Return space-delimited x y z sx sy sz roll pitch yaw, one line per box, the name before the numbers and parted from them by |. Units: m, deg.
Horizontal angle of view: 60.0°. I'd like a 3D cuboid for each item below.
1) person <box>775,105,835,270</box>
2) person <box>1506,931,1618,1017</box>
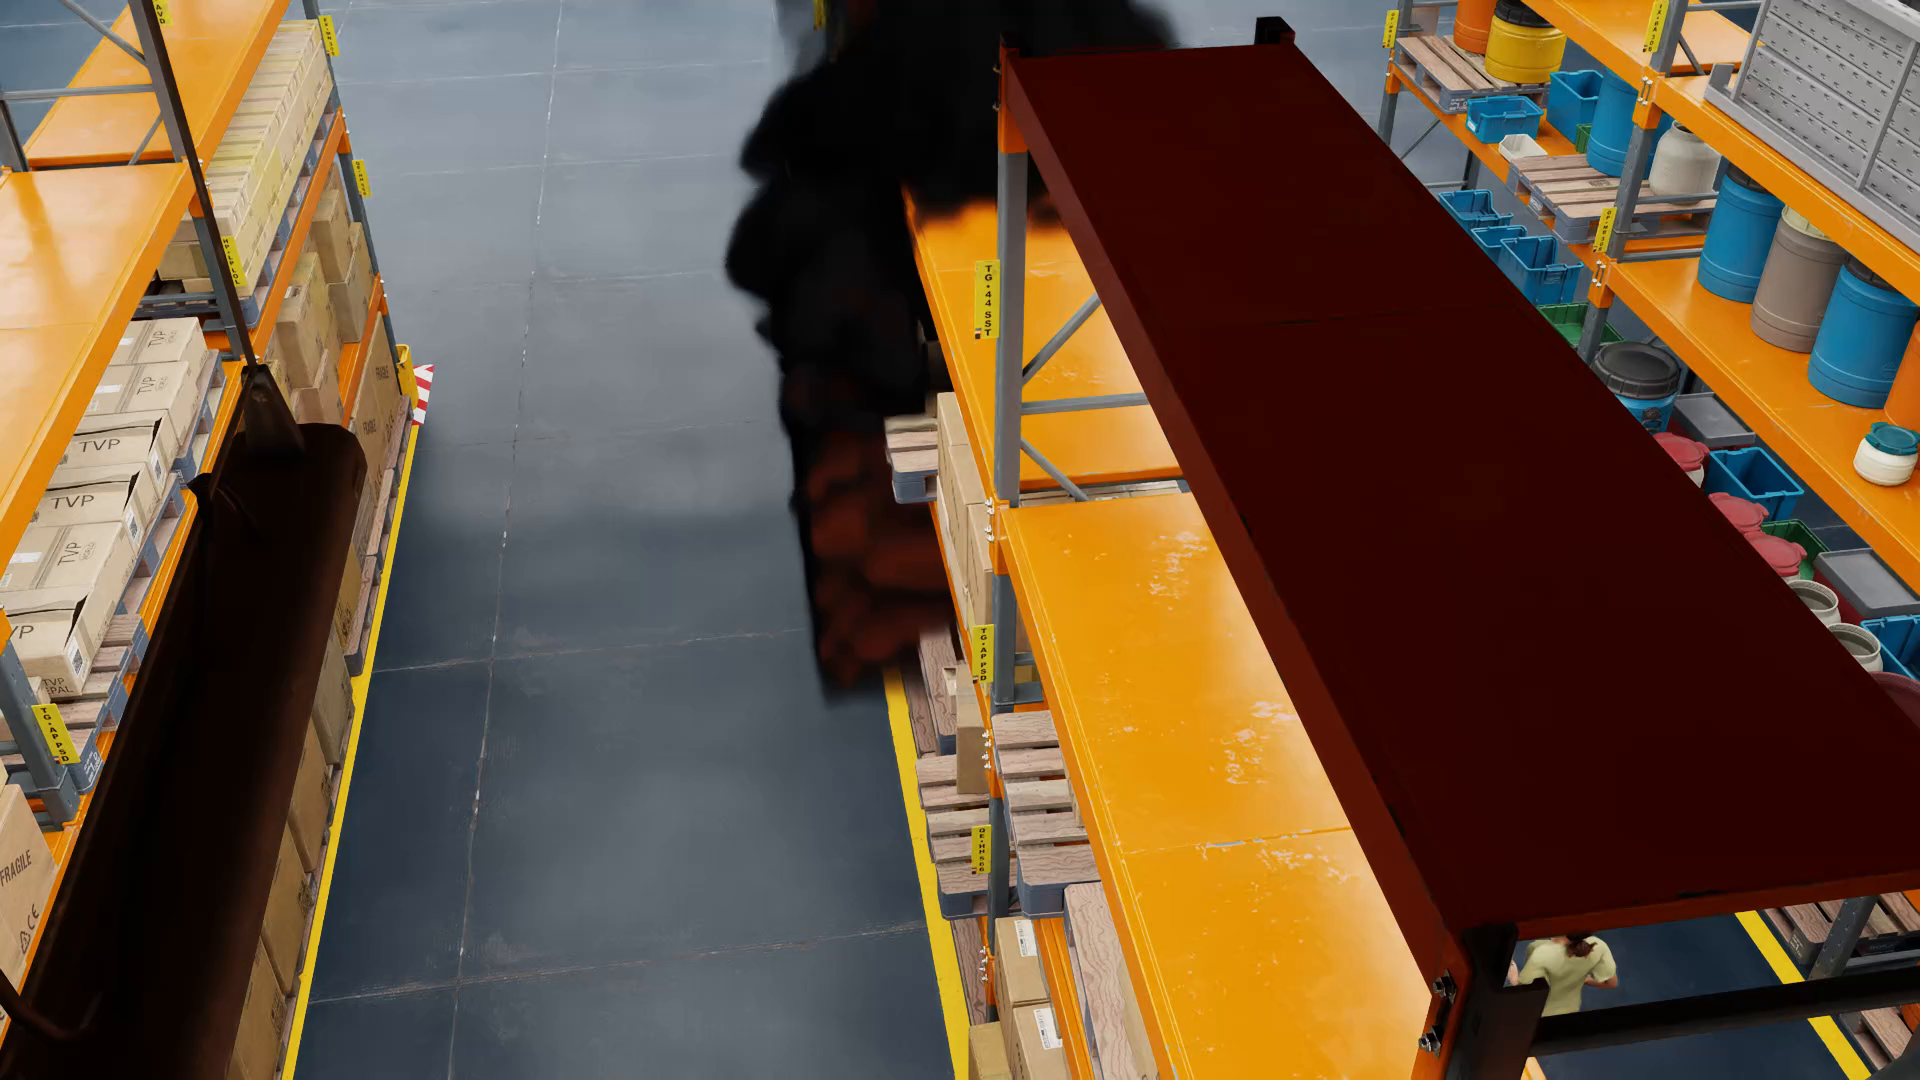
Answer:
person | -1.545 -3.490 16.717 0.862 1.767 0.717 22 42 27
person | 3.085 2.487 8.692 0.572 1.626 0.604 -9 37 -12
